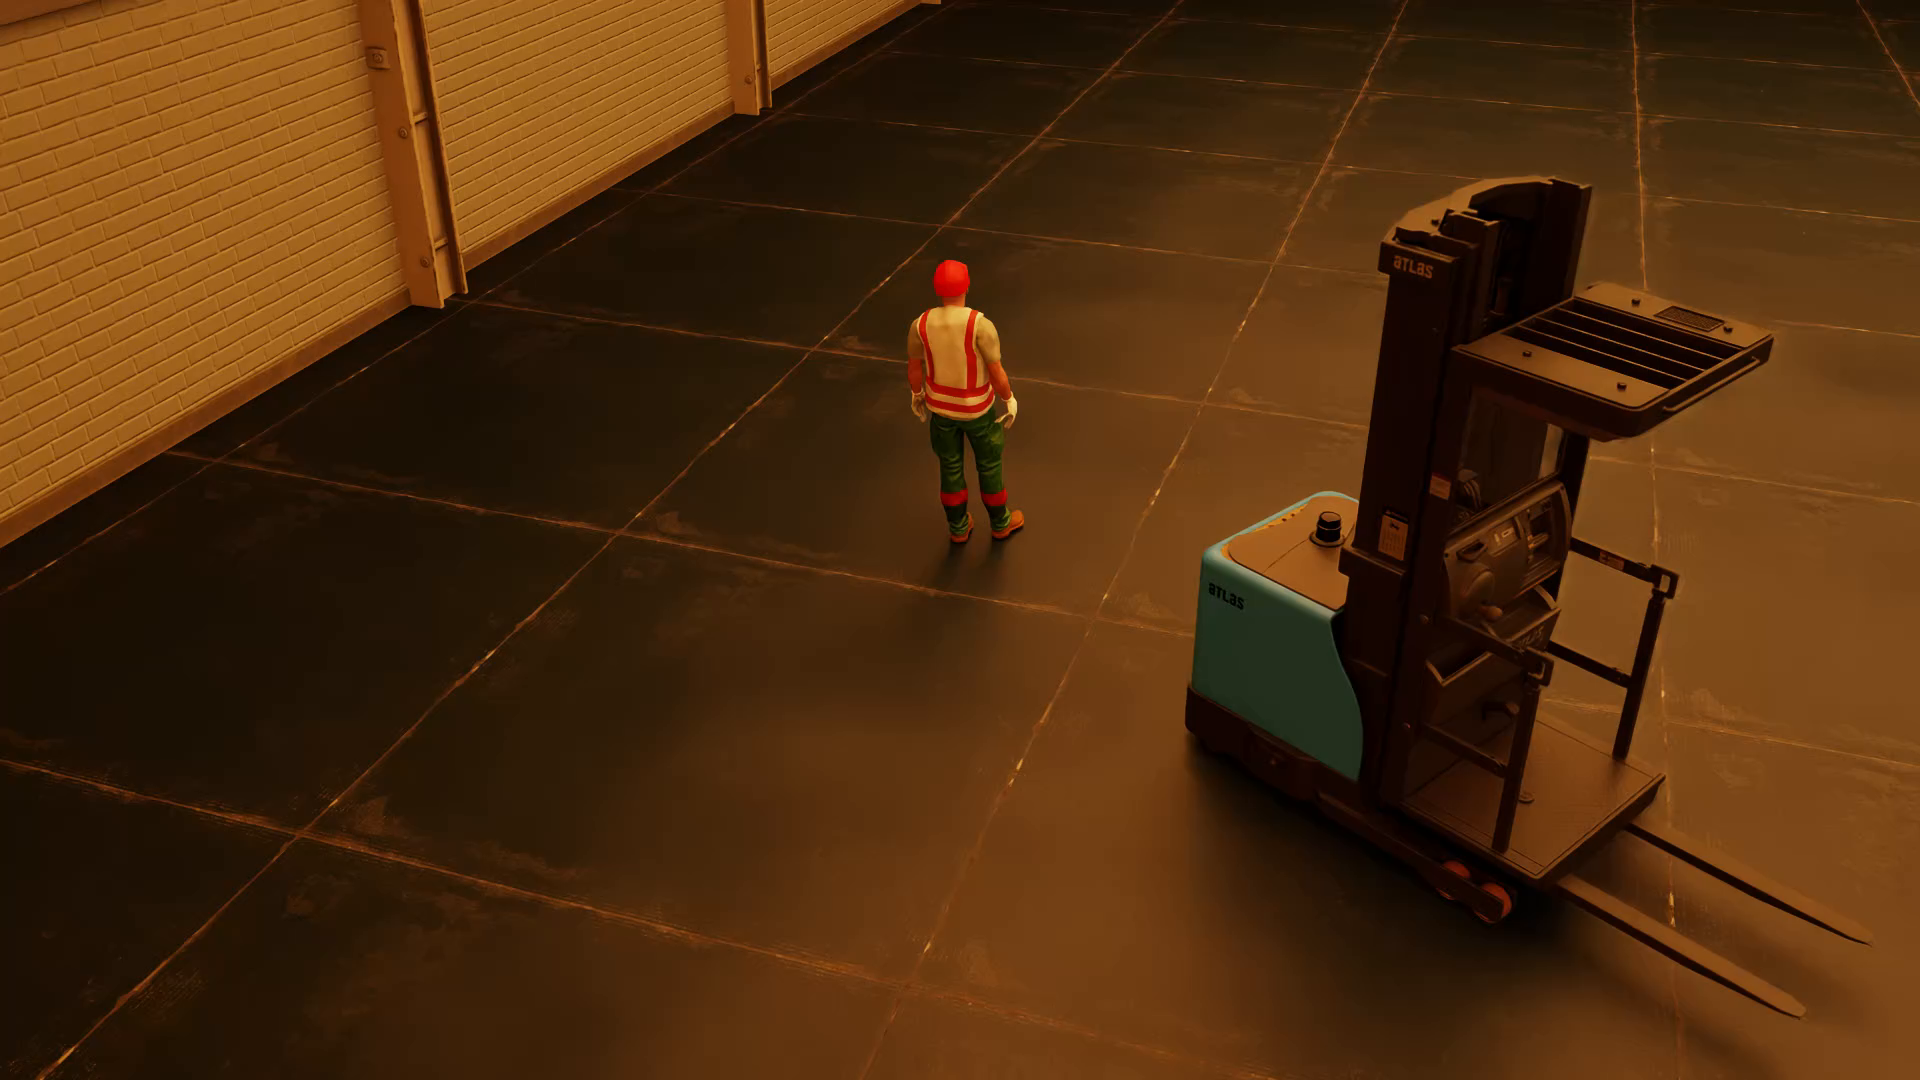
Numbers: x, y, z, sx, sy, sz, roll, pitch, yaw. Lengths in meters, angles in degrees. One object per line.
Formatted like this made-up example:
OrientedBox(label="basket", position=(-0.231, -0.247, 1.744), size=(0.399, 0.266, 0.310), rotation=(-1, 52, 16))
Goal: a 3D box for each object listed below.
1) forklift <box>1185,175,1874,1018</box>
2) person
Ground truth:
OrientedBox(label="forklift", position=(2.482, 0.094, 6.971), size=(1.130, 2.935, 3.031), rotation=(-24, 37, -35))
OrientedBox(label="person", position=(0.038, -0.820, 9.712), size=(0.637, 1.790, 0.562), rotation=(10, 31, 16))
